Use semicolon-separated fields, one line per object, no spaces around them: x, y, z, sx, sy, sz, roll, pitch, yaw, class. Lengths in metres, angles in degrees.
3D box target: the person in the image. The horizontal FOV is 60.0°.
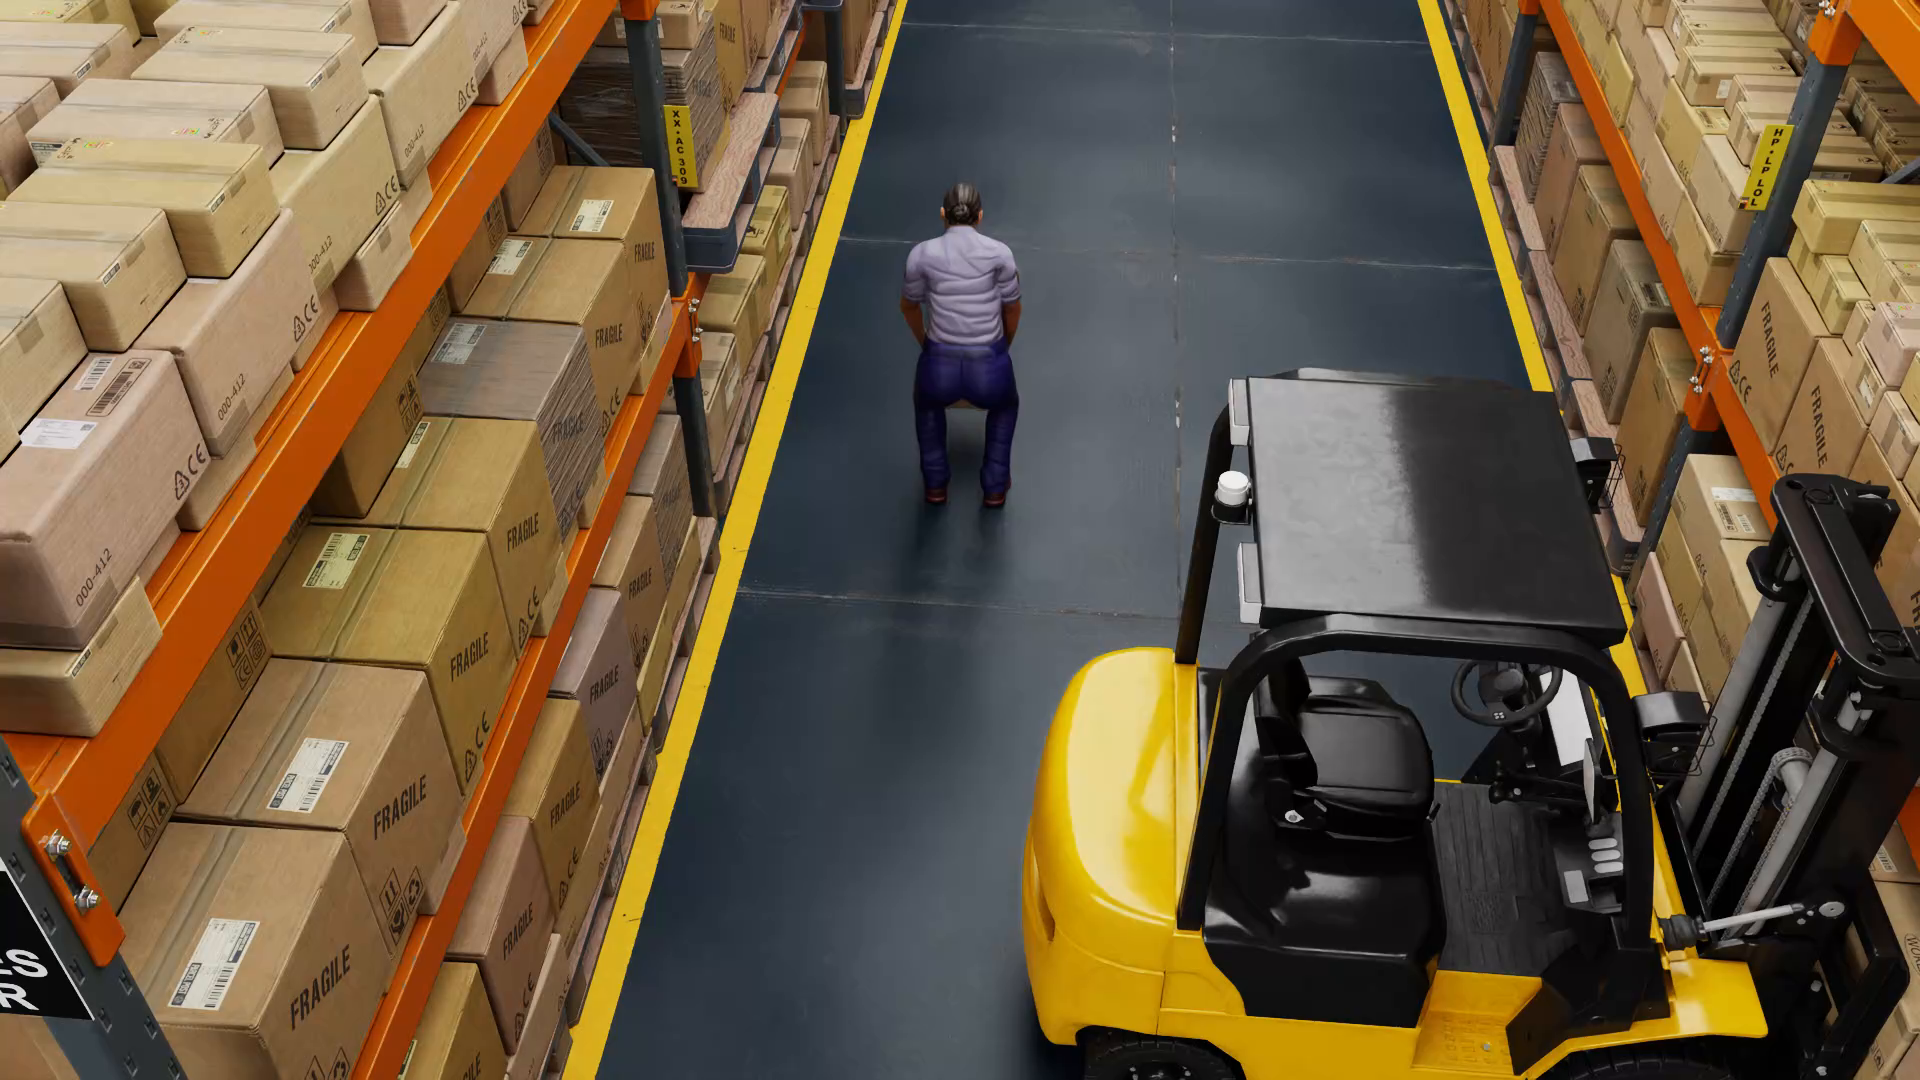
-0.005;-0.804;7.282;0.531;1.446;0.594;4;40;4;person
